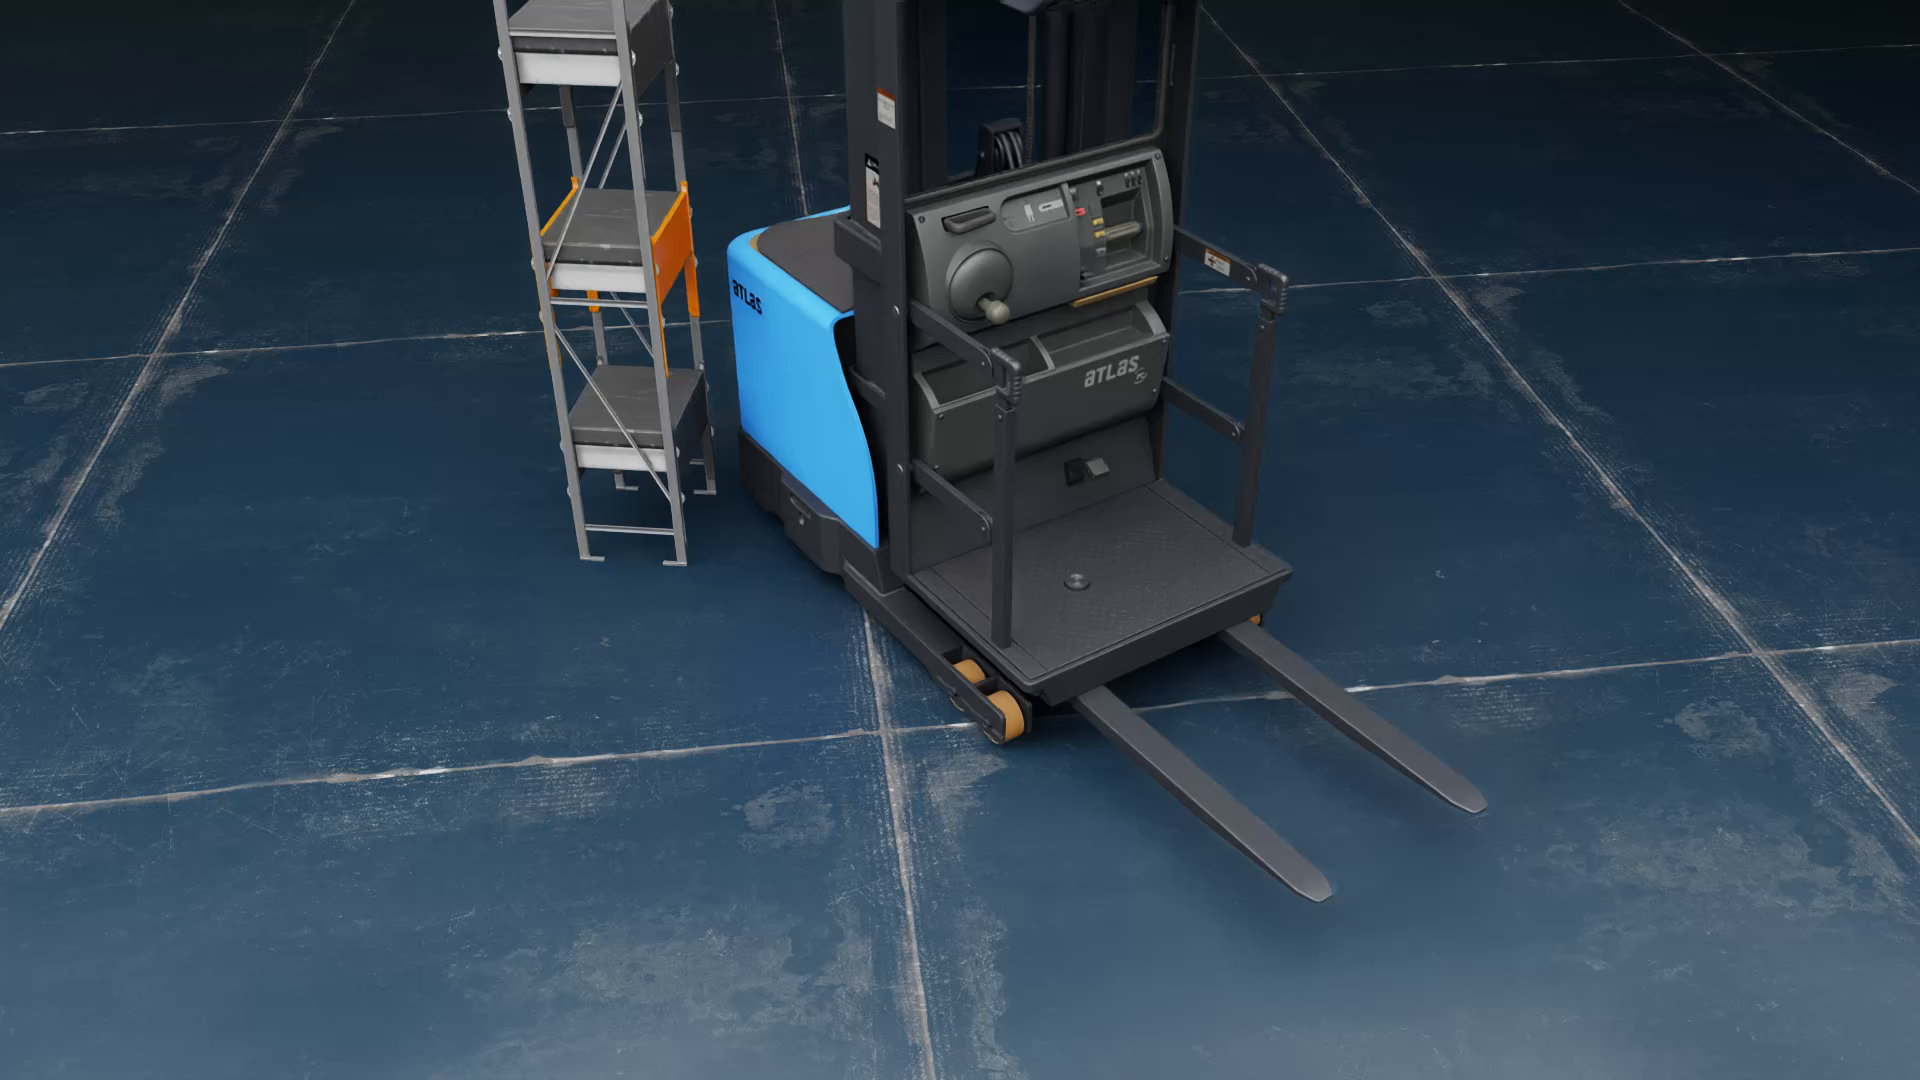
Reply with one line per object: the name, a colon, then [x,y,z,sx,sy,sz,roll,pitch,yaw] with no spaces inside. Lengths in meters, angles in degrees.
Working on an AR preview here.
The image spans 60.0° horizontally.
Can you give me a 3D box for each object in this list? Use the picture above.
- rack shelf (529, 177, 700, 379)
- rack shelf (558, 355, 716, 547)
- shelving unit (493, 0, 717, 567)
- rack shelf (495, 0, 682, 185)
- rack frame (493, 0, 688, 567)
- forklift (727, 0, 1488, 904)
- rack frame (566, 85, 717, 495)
rack shelf: [-1.177,-0.911,5.746,0.431,0.518,0.480,3,34,5]
rack shelf: [-1.177,-0.332,6.140,0.431,0.518,0.480,3,34,5]
shelving unit: [-1.177,-0.922,5.738,0.431,2.100,0.503,3,34,5]
rack shelf: [-1.177,-1.489,5.352,0.431,0.518,0.480,3,34,5]
rack frame: [-1.201,-0.785,5.538,0.400,2.100,0.015,3,34,5]
forklift: [0.389,-0.871,4.926,1.130,2.935,3.031,-21,39,-27]
rack frame: [-1.152,-1.059,5.939,0.400,2.100,0.015,3,34,5]
